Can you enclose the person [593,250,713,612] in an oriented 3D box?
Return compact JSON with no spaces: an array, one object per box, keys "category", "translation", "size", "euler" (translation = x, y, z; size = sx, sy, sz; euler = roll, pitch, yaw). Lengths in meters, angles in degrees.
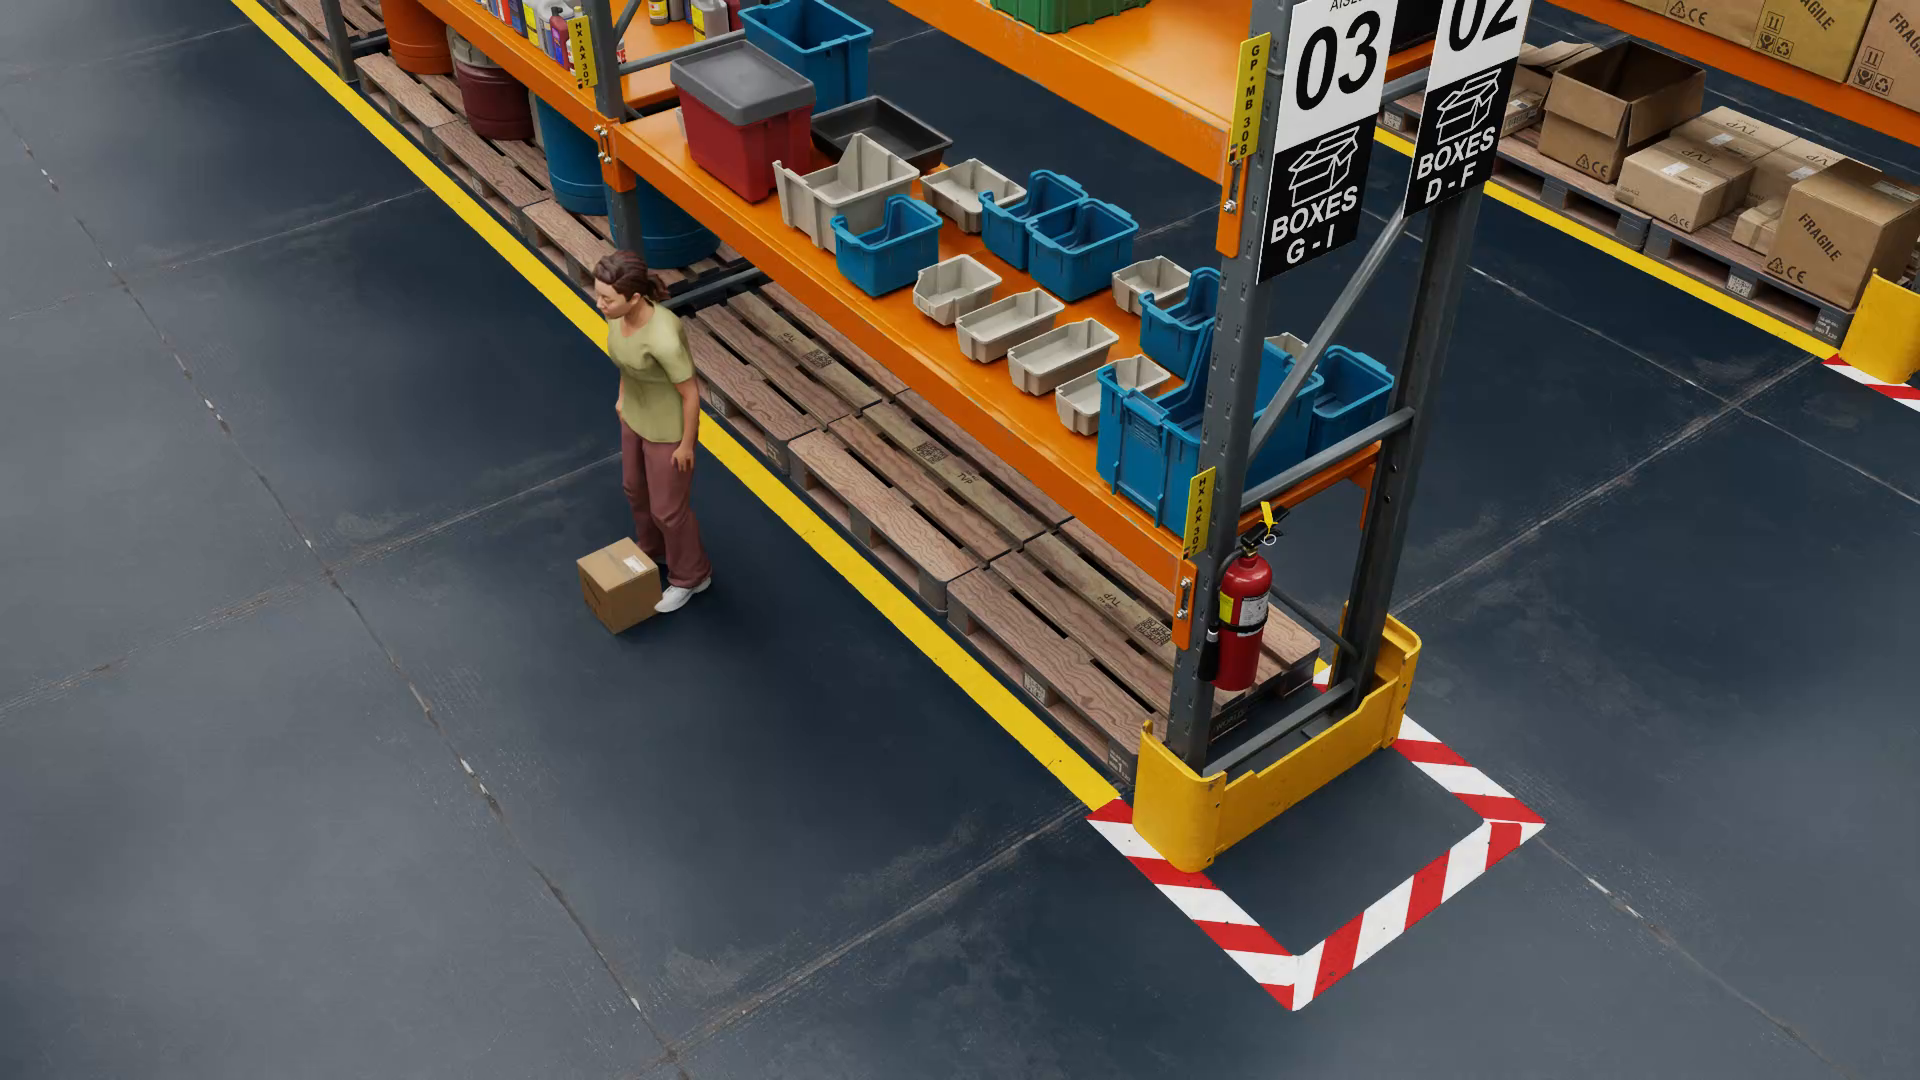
[{"category":"person","translation":[-1.238,-0.450,6.688],"size":[0.362,1.671,0.511],"euler":[-29,48,-30]}]
